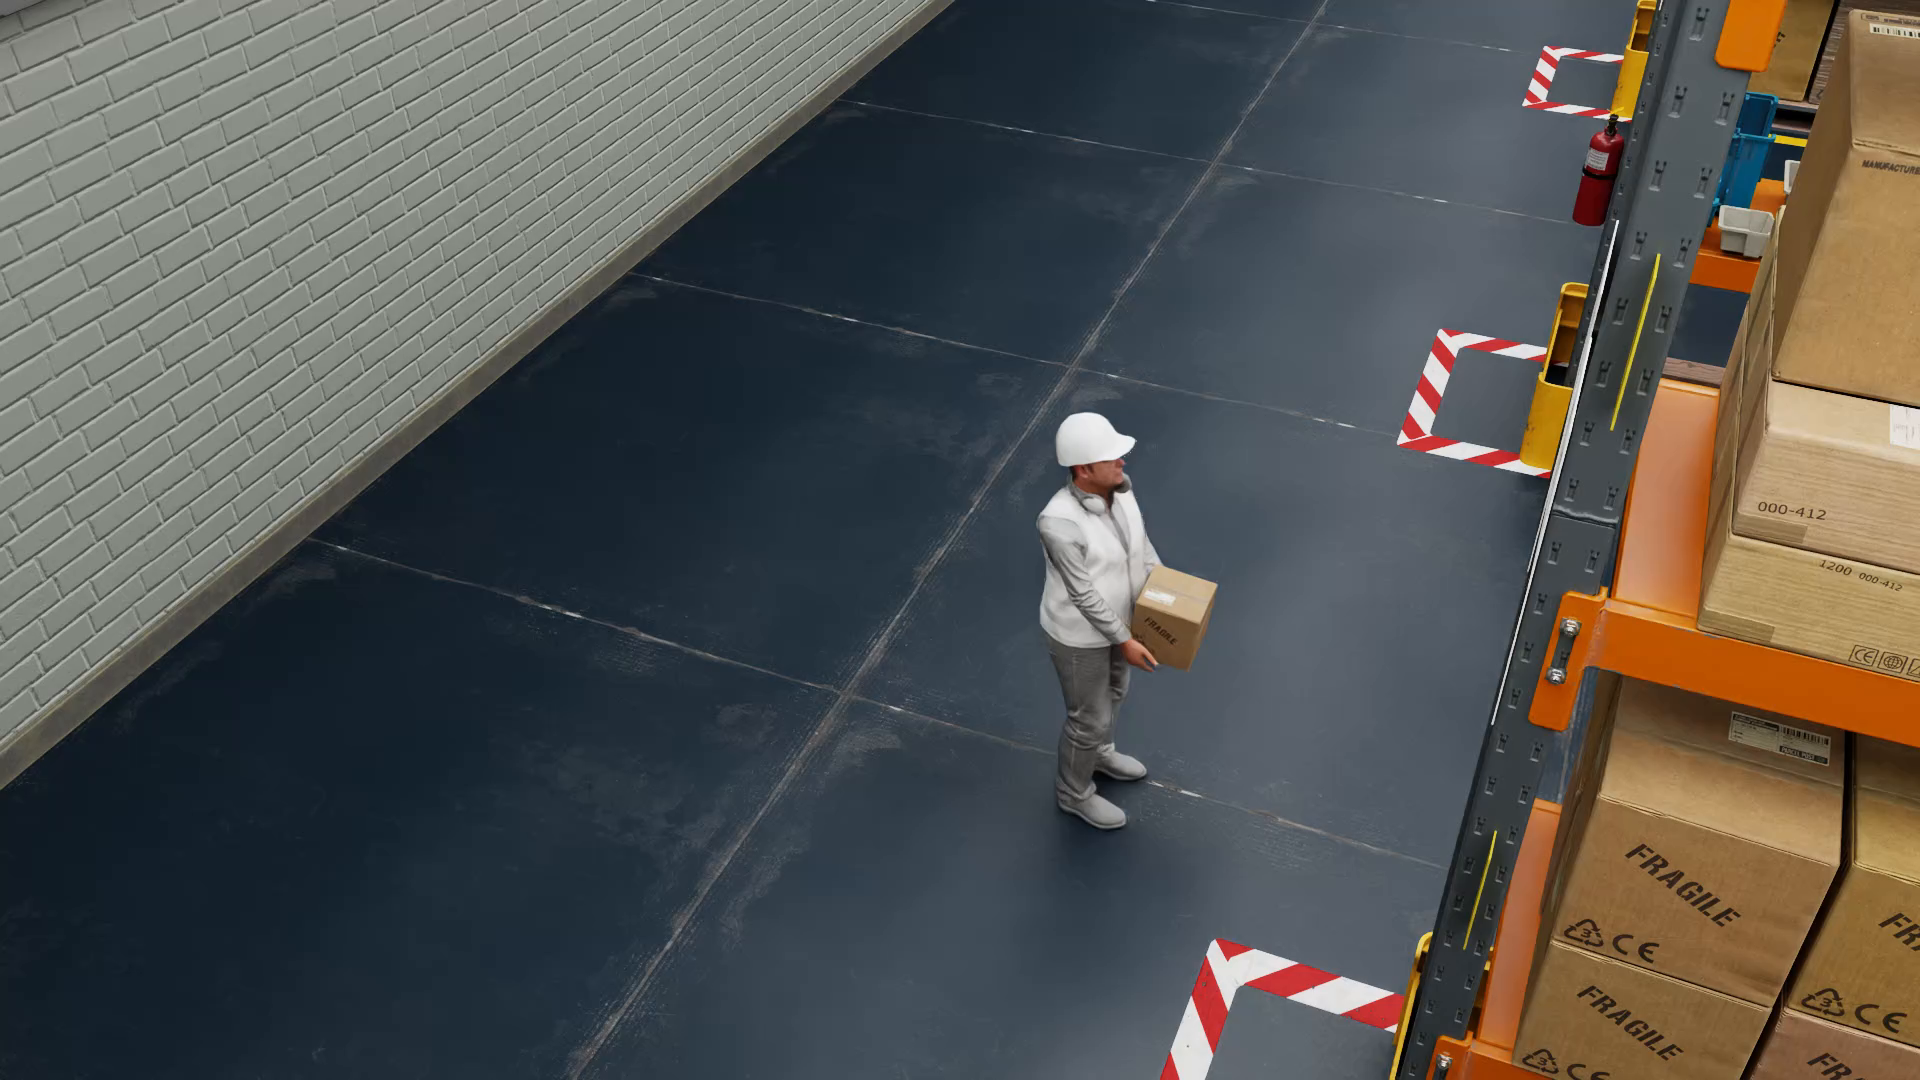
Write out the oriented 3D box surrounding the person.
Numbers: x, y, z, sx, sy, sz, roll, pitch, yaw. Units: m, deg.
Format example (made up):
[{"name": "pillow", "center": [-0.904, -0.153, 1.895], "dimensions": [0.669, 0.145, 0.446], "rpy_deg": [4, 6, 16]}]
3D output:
[{"name": "person", "center": [0.585, 0.324, 6.370], "dimensions": [0.545, 1.775, 0.501], "rpy_deg": [22, 43, 26]}]
